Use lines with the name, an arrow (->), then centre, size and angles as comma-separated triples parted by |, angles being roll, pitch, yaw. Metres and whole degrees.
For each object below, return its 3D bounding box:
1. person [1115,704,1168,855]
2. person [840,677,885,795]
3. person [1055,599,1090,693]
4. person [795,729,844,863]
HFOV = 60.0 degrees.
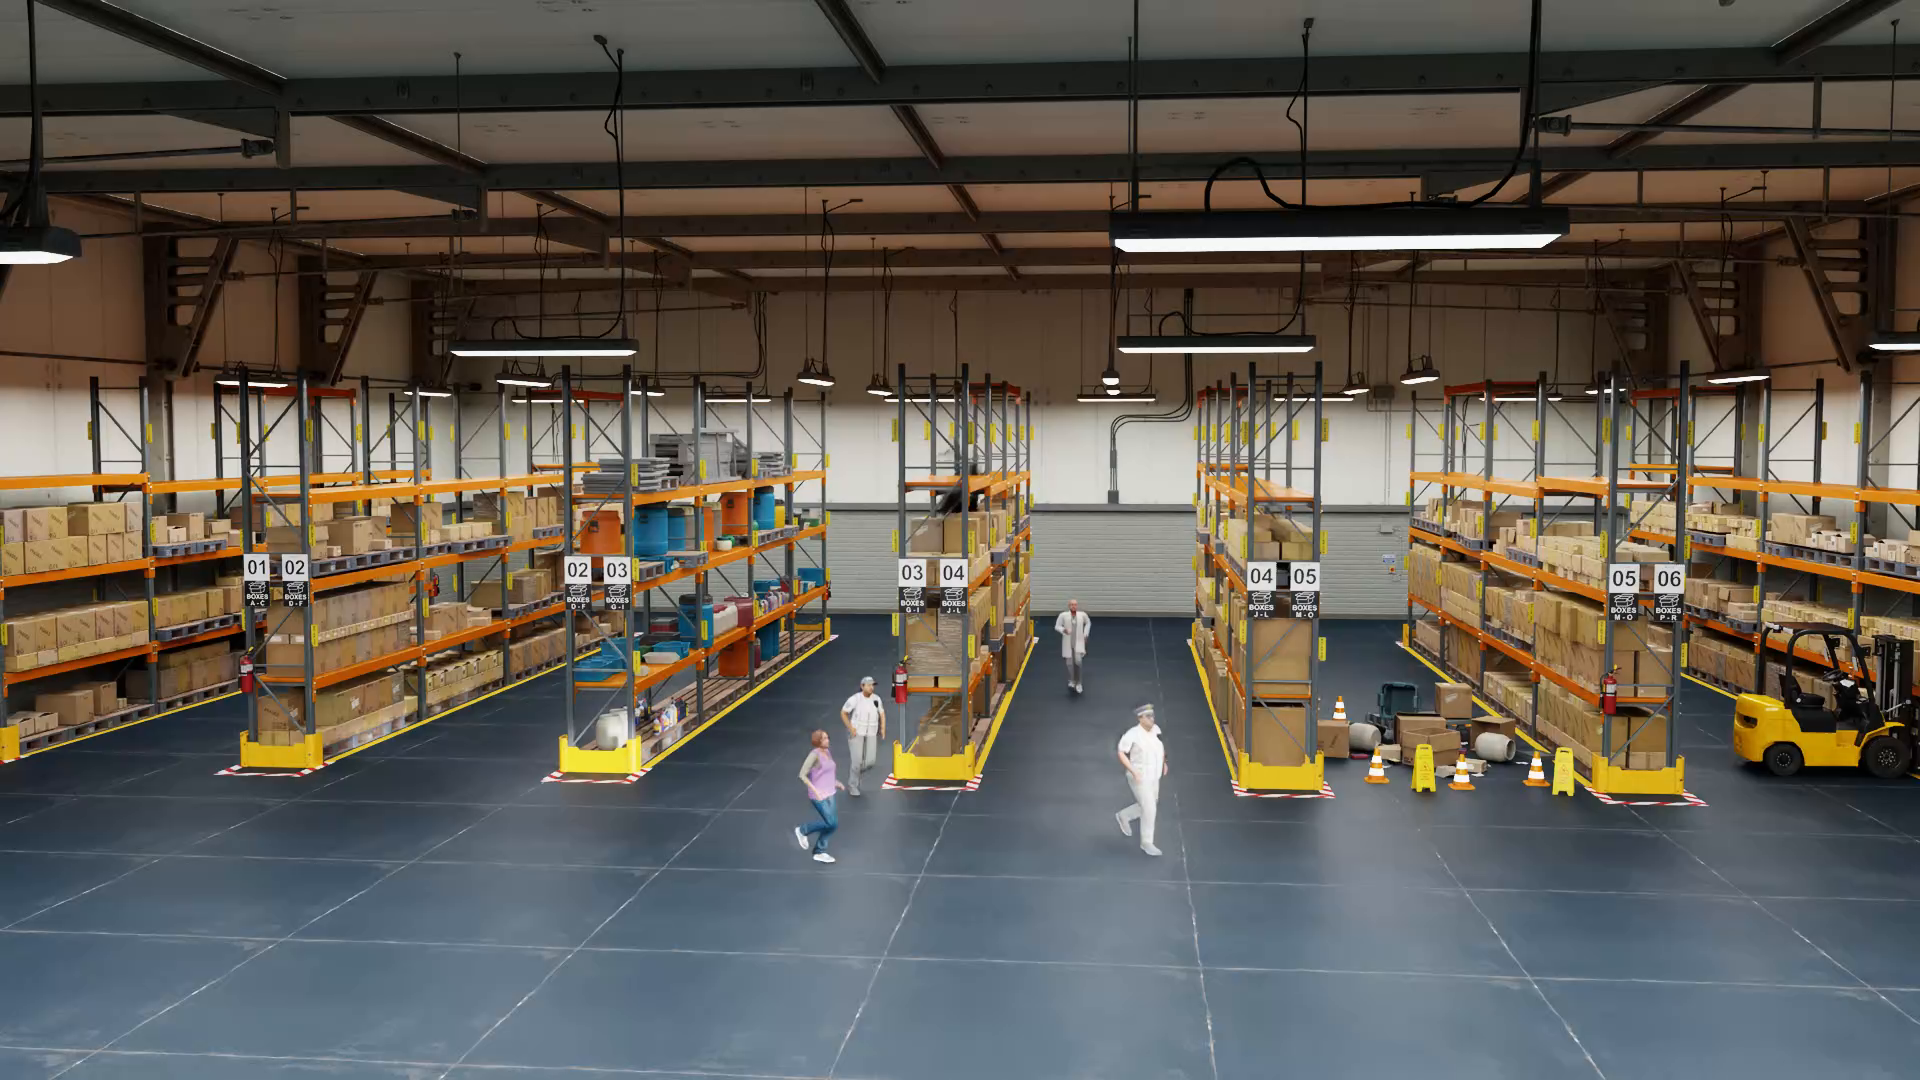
person -> 2.163, 2.845, 20.038 | 0.661, 1.785, 0.805 | -3, 5, -41
person -> -1.326, 2.719, 23.172 | 0.670, 1.623, 0.489 | -2, 4, -24
person -> 2.184, 2.060, 32.287 | 0.687, 1.831, 0.822 | 0, 4, 5
person -> -1.637, 2.984, 19.427 | 0.547, 1.554, 0.537 | 2, 4, 25
